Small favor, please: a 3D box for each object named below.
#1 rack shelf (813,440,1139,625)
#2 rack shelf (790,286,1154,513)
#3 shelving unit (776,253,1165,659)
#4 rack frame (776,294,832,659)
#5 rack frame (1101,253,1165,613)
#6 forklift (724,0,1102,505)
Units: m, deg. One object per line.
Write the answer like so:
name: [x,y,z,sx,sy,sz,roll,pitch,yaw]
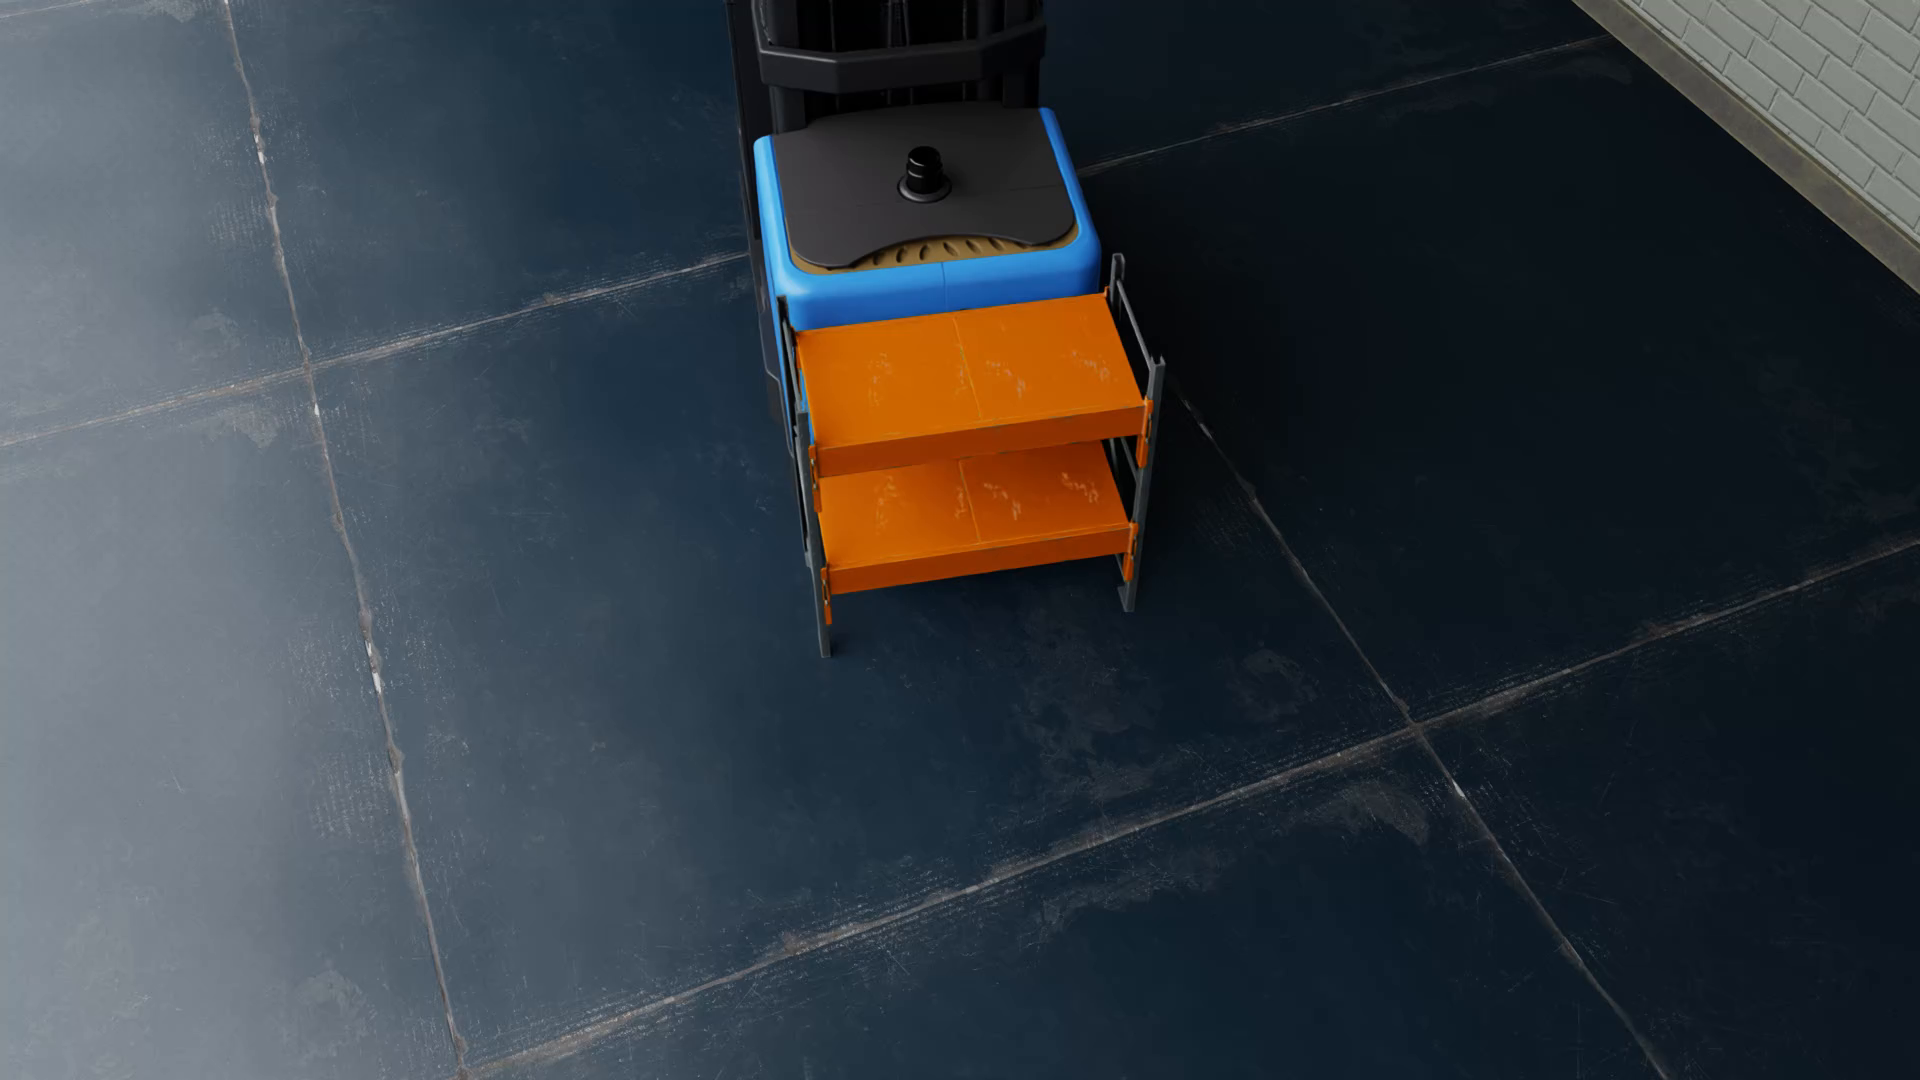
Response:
rack shelf: [0.020,-0.080,5.400,1.000,0.278,0.538,-8,50,-7]
rack shelf: [0.020,-0.431,4.992,1.000,0.278,0.538,-8,50,-7]
shelving unit: [0.020,-0.240,5.214,1.048,1.125,0.538,-8,50,-7]
rack frame: [-0.480,-0.168,5.153,0.032,1.125,0.500,-8,50,-7]
rack frame: [0.519,-0.311,5.276,0.032,1.125,0.500,-8,50,-7]
forklift: [-0.301,-2.184,5.693,1.130,2.935,3.031,-7,50,-6]
